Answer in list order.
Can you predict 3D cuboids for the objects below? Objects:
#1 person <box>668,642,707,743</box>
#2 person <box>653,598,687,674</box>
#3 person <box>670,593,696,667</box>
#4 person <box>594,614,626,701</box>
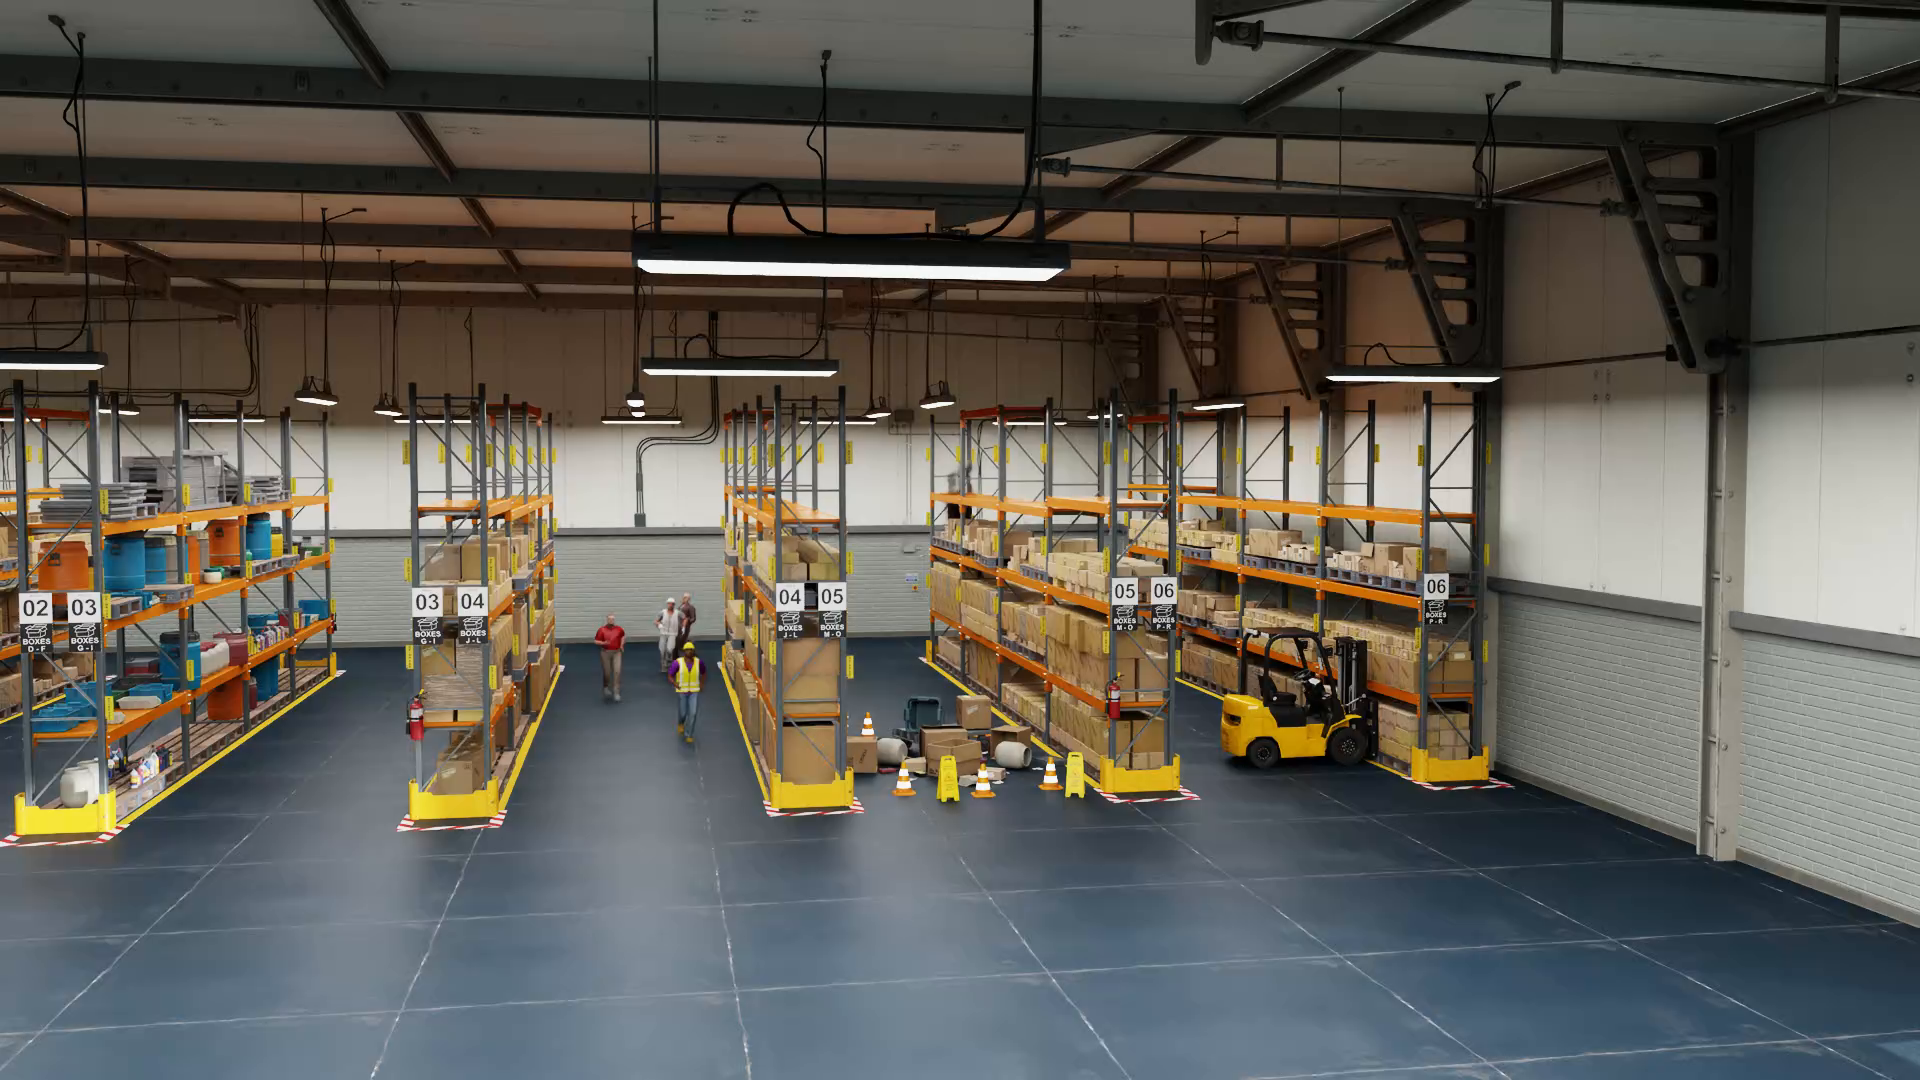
[{"bbox_3d":[-4.759,2.653,29.115,0.697,1.743,0.768,-1,3,-19],"label":"person"},{"bbox_3d":[-6.645,2.193,38.056,0.734,1.745,0.619,0,3,-1],"label":"person"},{"bbox_3d":[-6.601,2.143,39.598,0.765,1.751,0.772,3,4,44],"label":"person"},{"bbox_3d":[-7.161,2.386,34.107,0.656,1.721,0.924,-1,3,-20],"label":"person"}]
